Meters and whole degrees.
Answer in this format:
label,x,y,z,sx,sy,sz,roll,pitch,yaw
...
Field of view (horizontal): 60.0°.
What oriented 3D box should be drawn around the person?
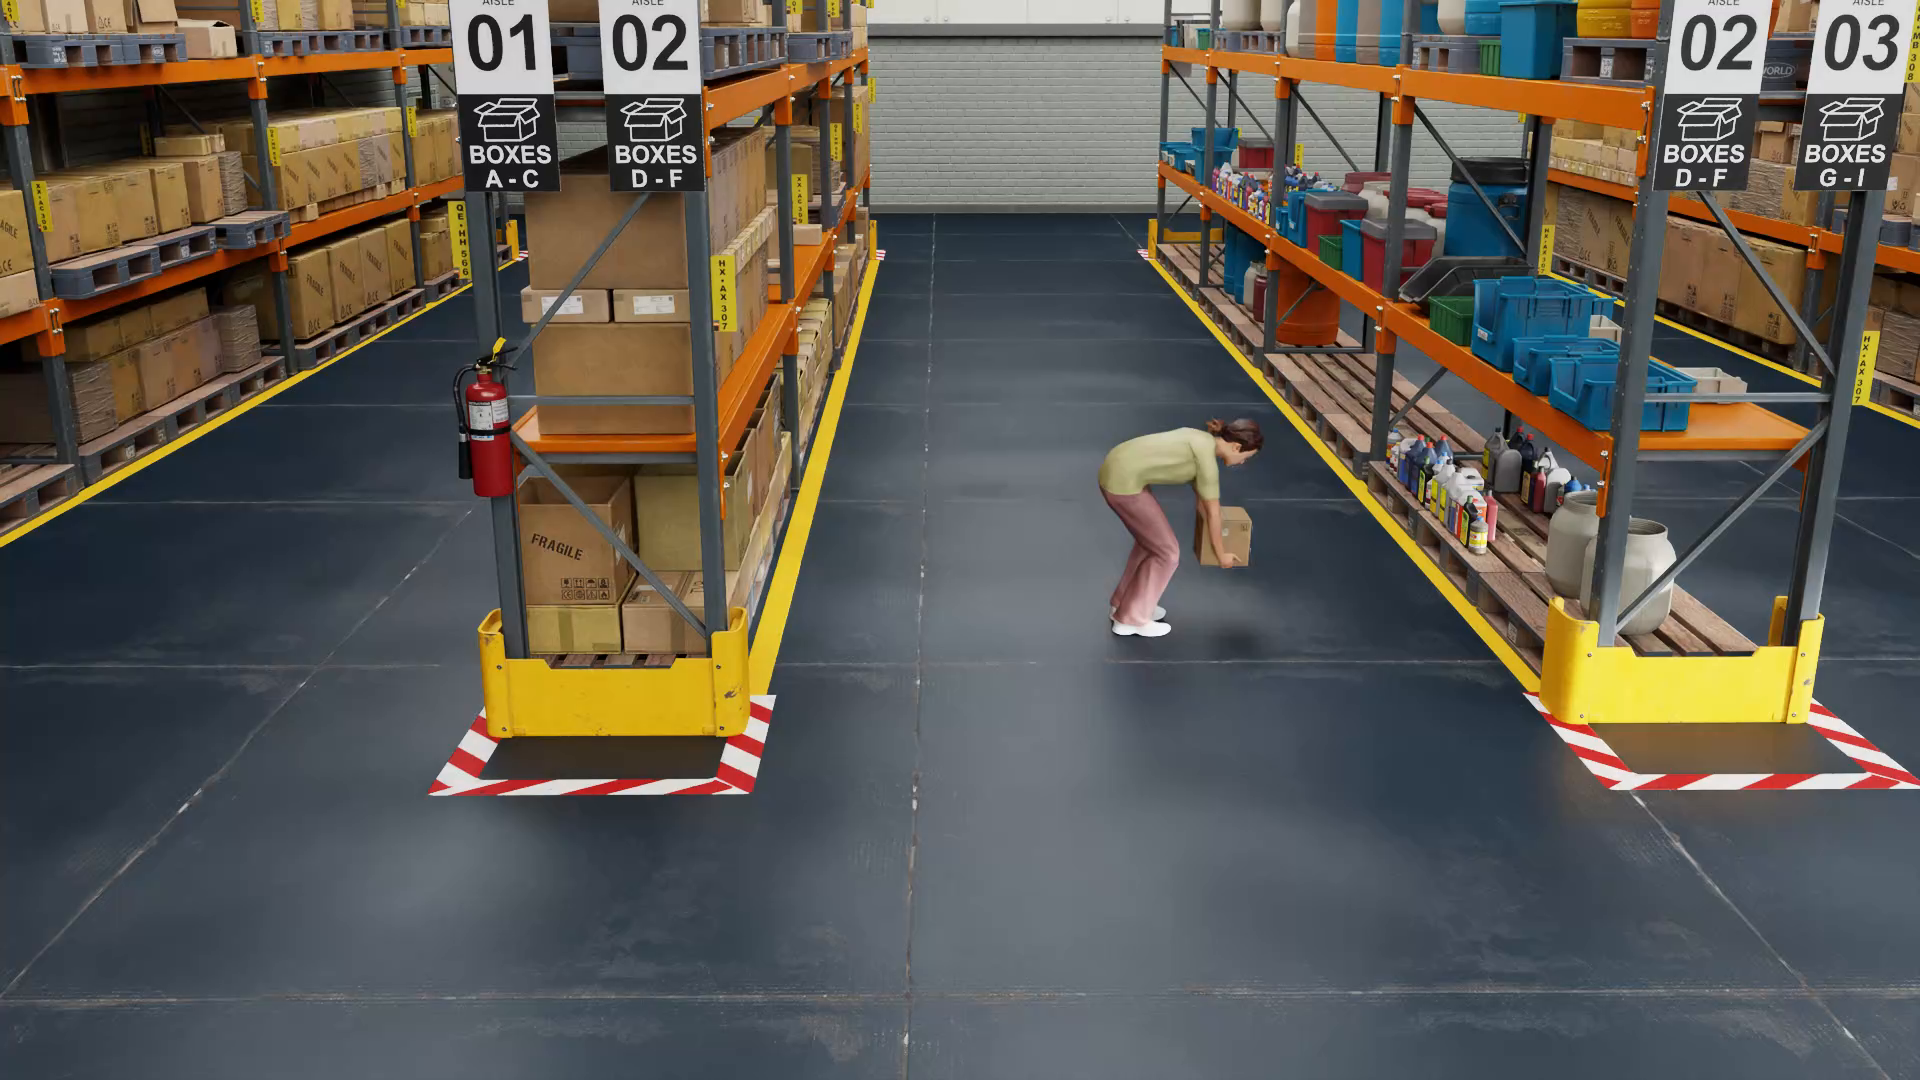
label,x,y,z,sx,sy,sz,roll,pitch,yaw
person,1.146,-0.080,8.729,0.854,1.131,0.447,-1,17,-3
